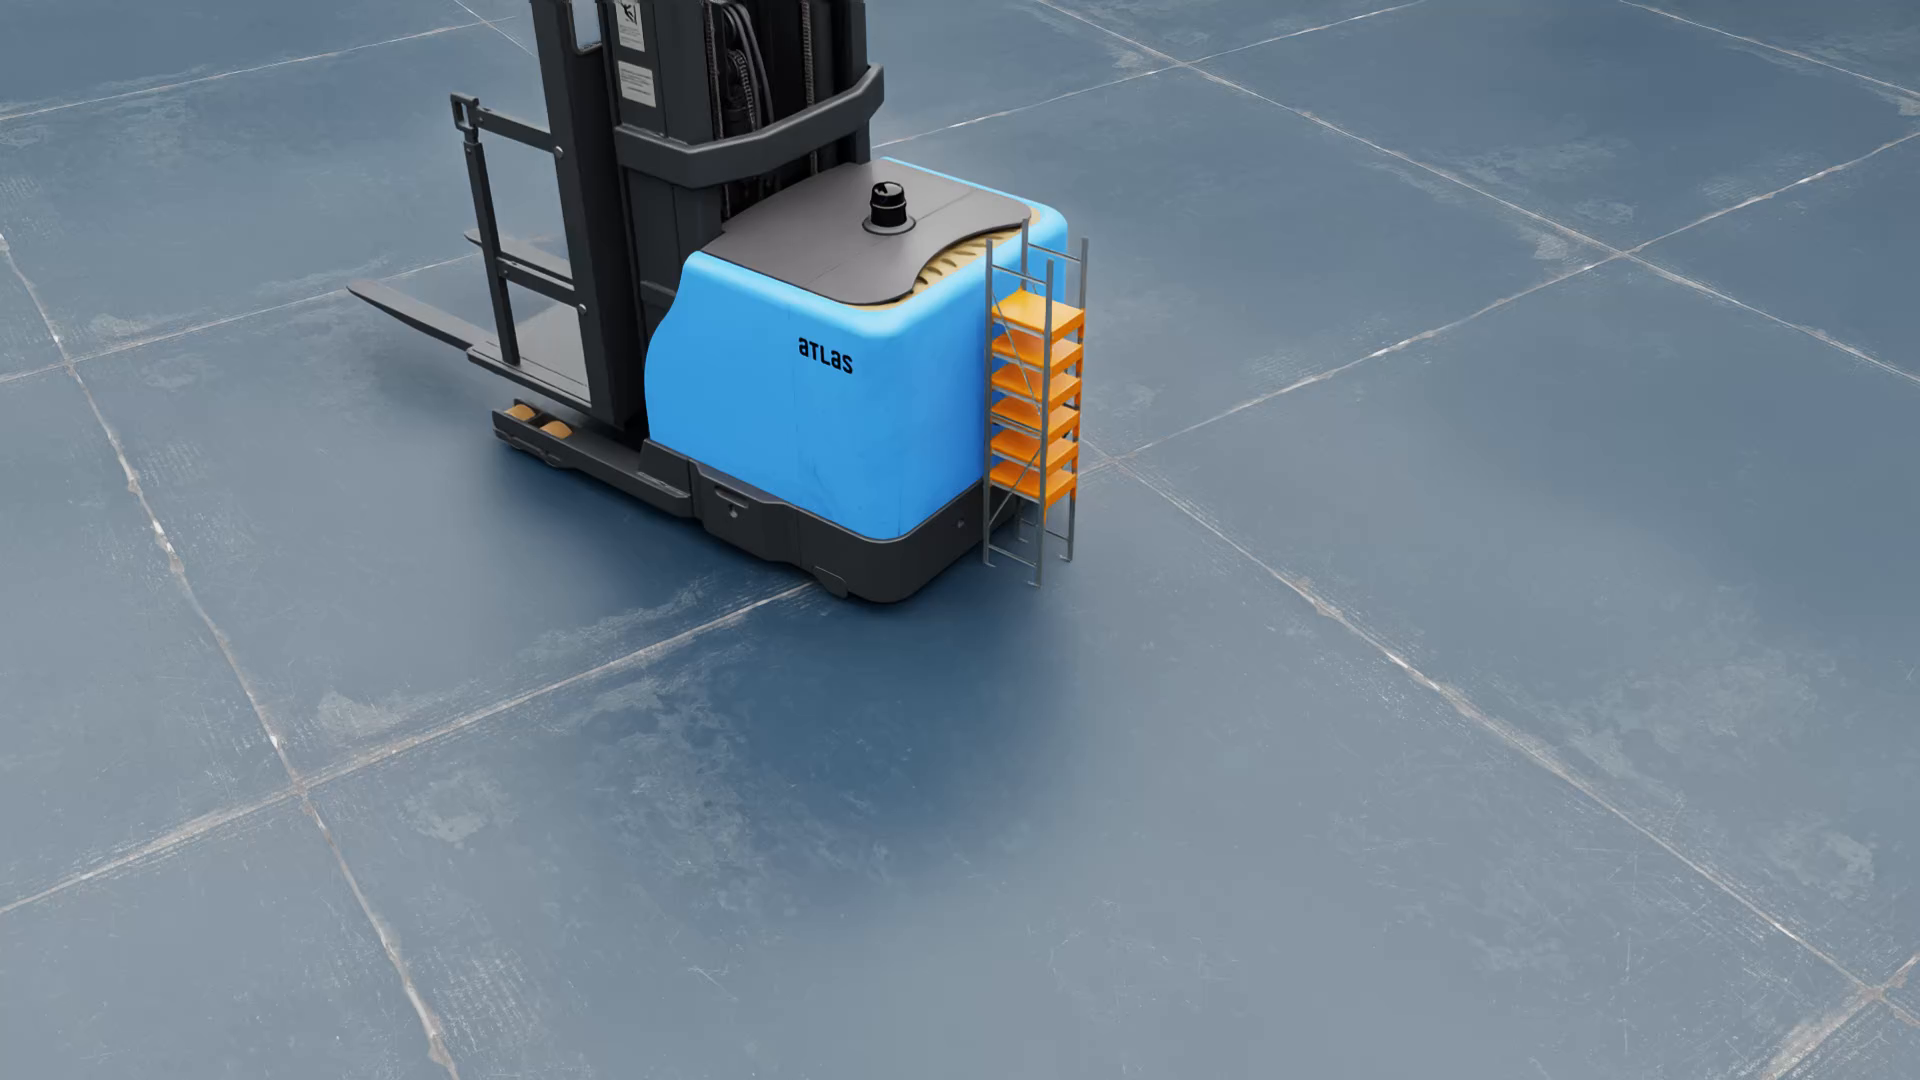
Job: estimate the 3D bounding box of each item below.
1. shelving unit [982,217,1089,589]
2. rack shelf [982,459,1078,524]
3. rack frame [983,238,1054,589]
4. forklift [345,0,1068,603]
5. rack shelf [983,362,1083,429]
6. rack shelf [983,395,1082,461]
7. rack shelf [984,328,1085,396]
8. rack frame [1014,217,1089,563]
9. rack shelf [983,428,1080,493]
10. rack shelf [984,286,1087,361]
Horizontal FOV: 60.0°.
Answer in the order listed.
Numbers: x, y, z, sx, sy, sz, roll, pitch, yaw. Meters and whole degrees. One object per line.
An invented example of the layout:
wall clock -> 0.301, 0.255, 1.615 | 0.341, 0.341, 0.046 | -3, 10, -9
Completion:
shelving unit -> 0.230, -0.409, 5.292 | 0.258, 1.200, 0.189 | 24, 42, 29
rack shelf -> 0.230, -0.179, 5.458 | 0.258, 0.103, 0.180 | 24, 42, 29
rack frame -> 0.175, -0.367, 5.233 | 0.240, 1.200, 0.006 | 24, 42, 29
forklift -> -1.116, -1.681, 5.577 | 3.031, 2.935, 1.130 | 24, 42, 29
rack shelf -> 0.230, -0.471, 5.248 | 0.258, 0.103, 0.180 | 24, 42, 29
rack shelf -> 0.230, -0.373, 5.318 | 0.258, 0.103, 0.180 | 24, 42, 29
rack shelf -> 0.230, -0.568, 5.178 | 0.258, 0.103, 0.180 | 24, 42, 29
rack frame -> 0.286, -0.452, 5.351 | 0.240, 1.200, 0.006 | 24, 42, 29
rack shelf -> 0.230, -0.276, 5.388 | 0.258, 0.103, 0.180 | 24, 42, 29
rack shelf -> 0.230, -0.666, 5.108 | 0.258, 0.103, 0.180 | 24, 42, 29
